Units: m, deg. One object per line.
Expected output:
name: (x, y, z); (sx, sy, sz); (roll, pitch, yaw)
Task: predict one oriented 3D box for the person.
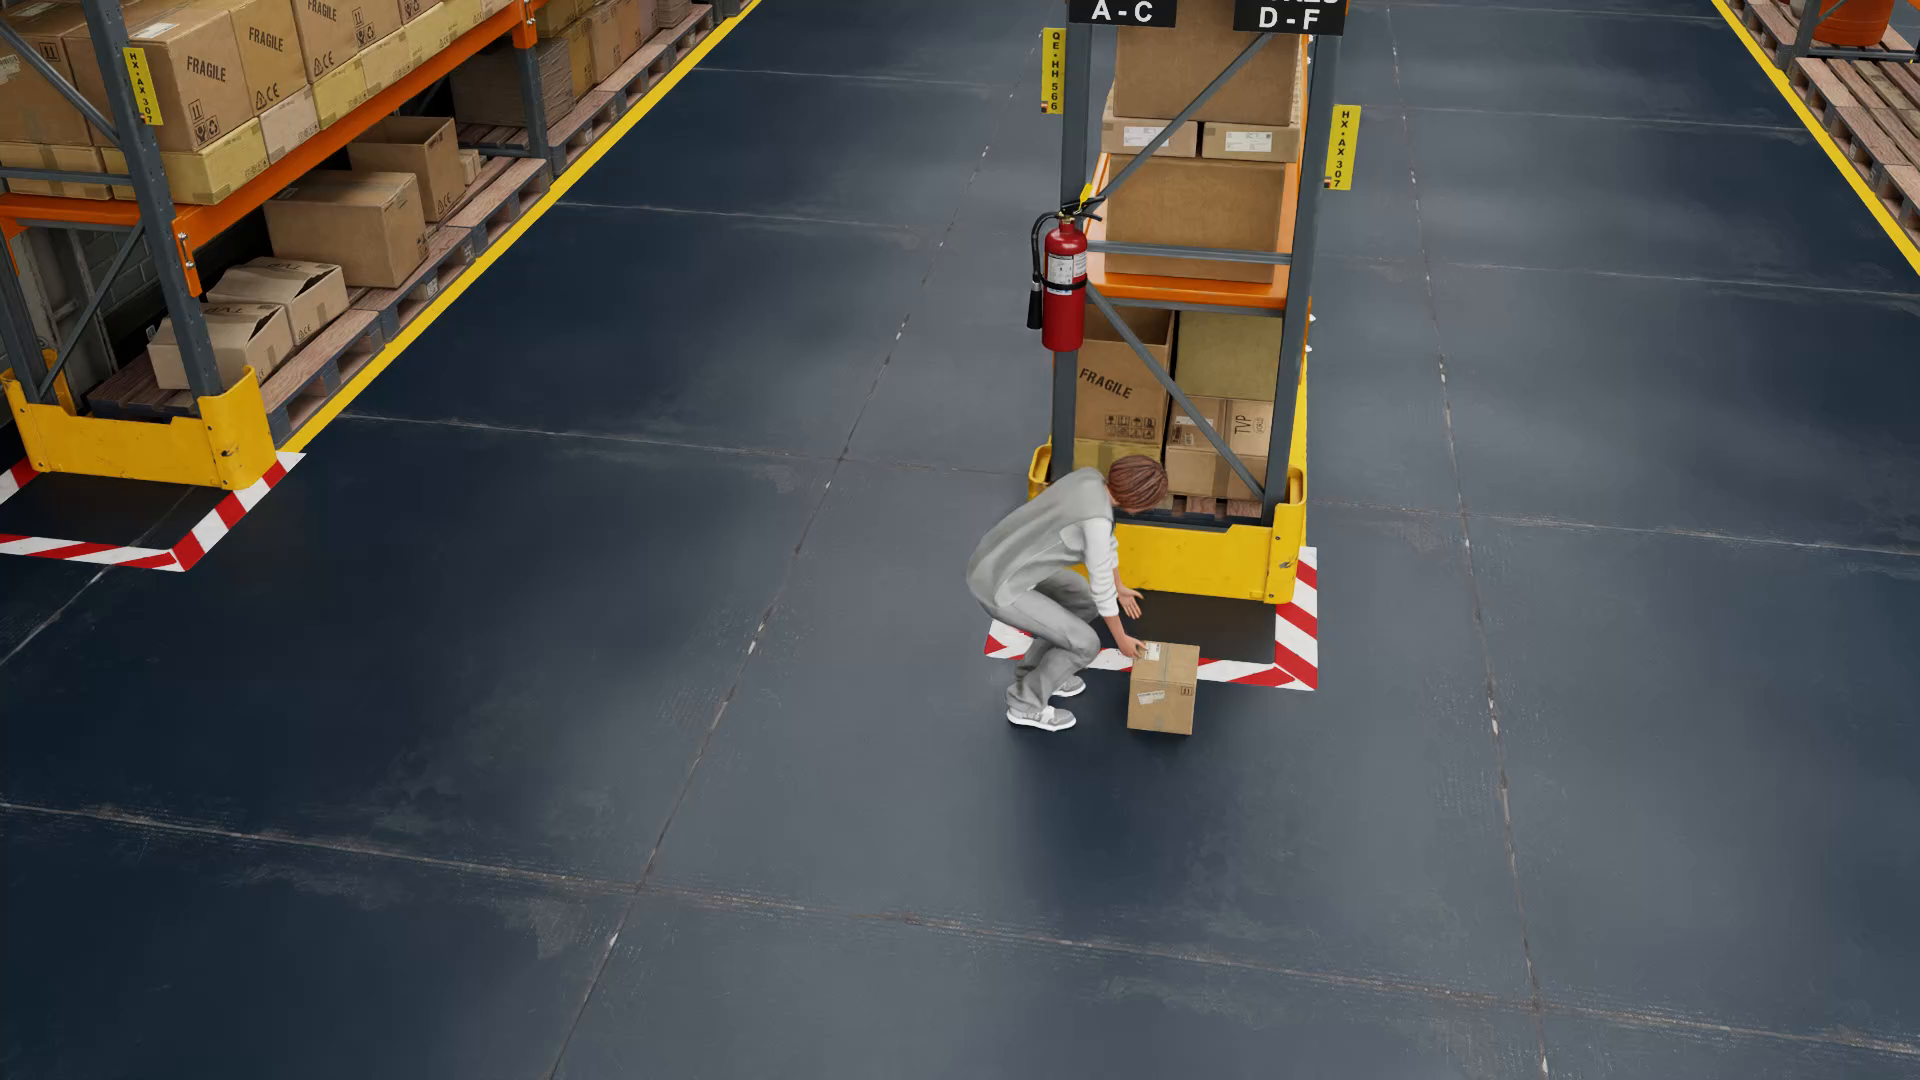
person: (0.392, 0.175, 6.324); (0.736, 1.115, 0.463); (3, 33, 5)
